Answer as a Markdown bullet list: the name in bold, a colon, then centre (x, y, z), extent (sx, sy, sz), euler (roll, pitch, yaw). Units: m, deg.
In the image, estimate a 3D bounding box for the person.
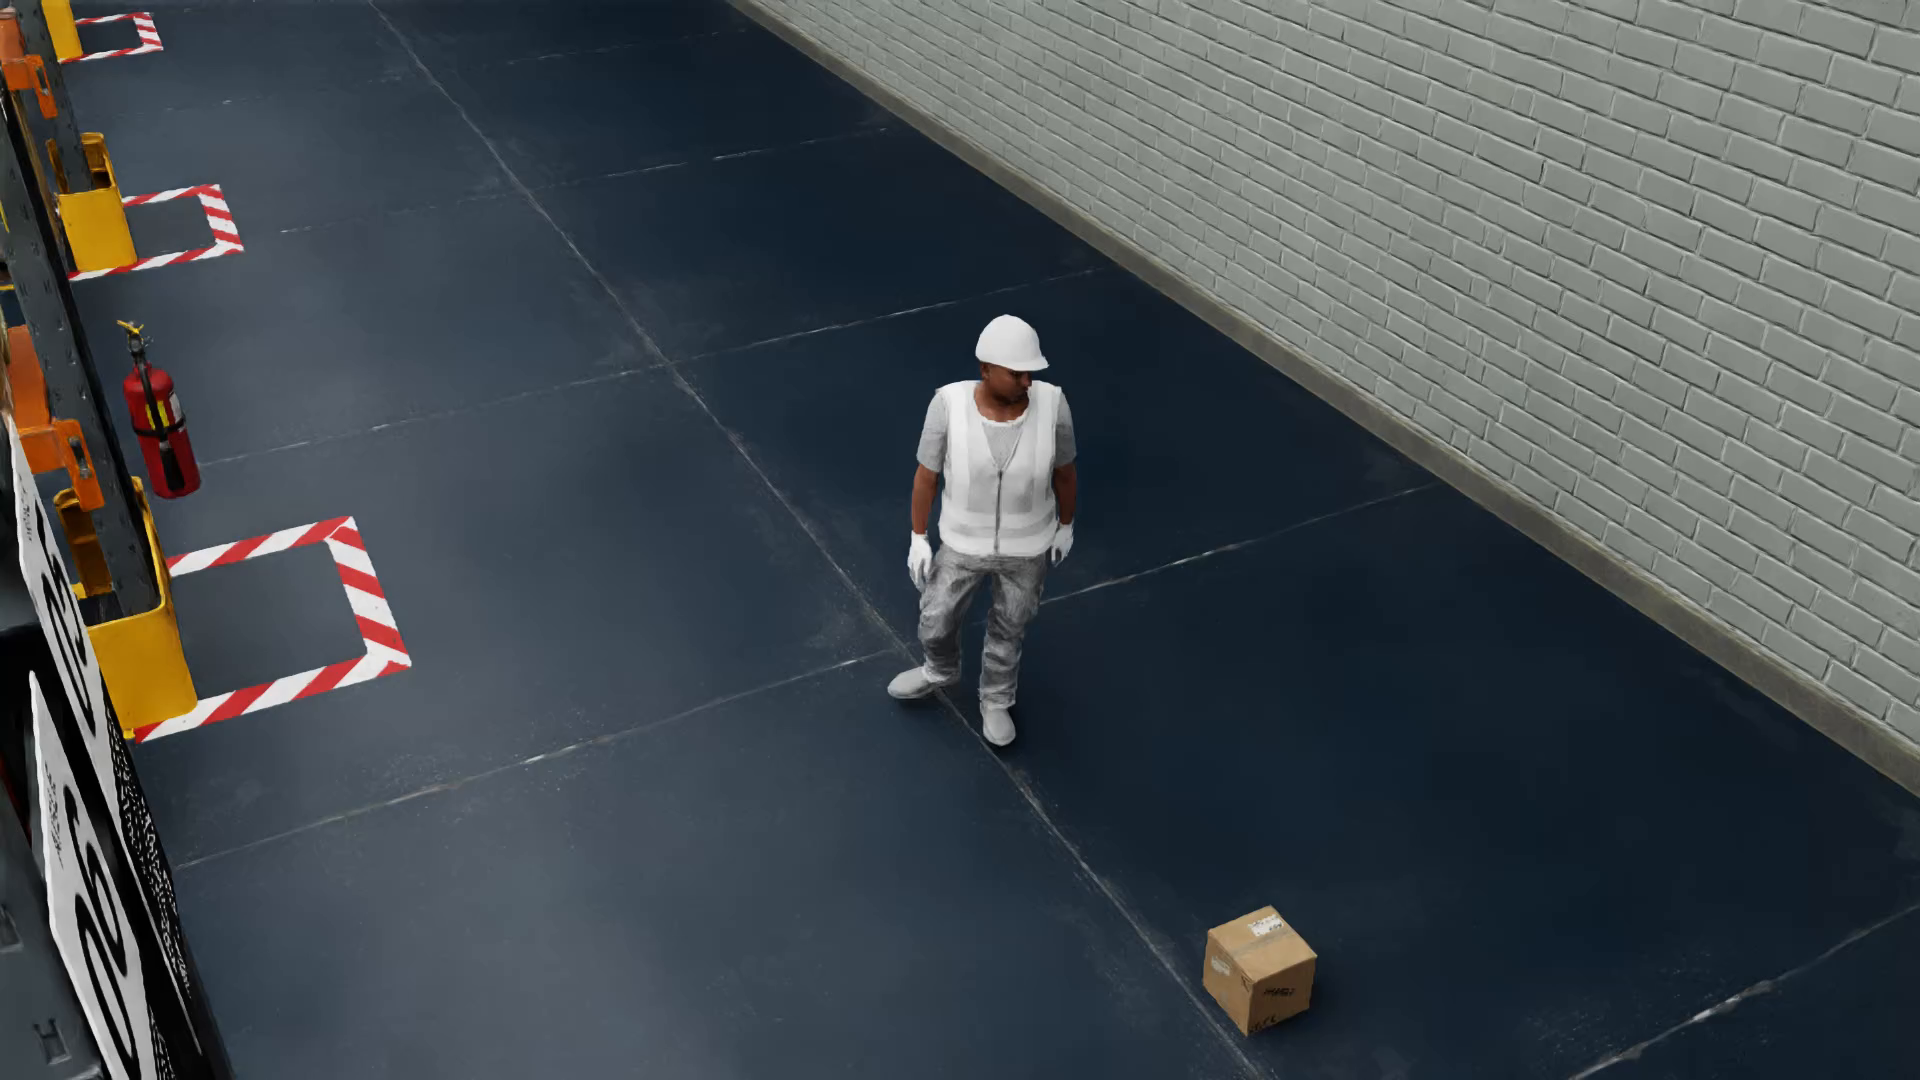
- **person**: centre (0.116, -0.298, 5.897), extent (0.612, 1.069, 0.337), euler (0, 33, 0)
